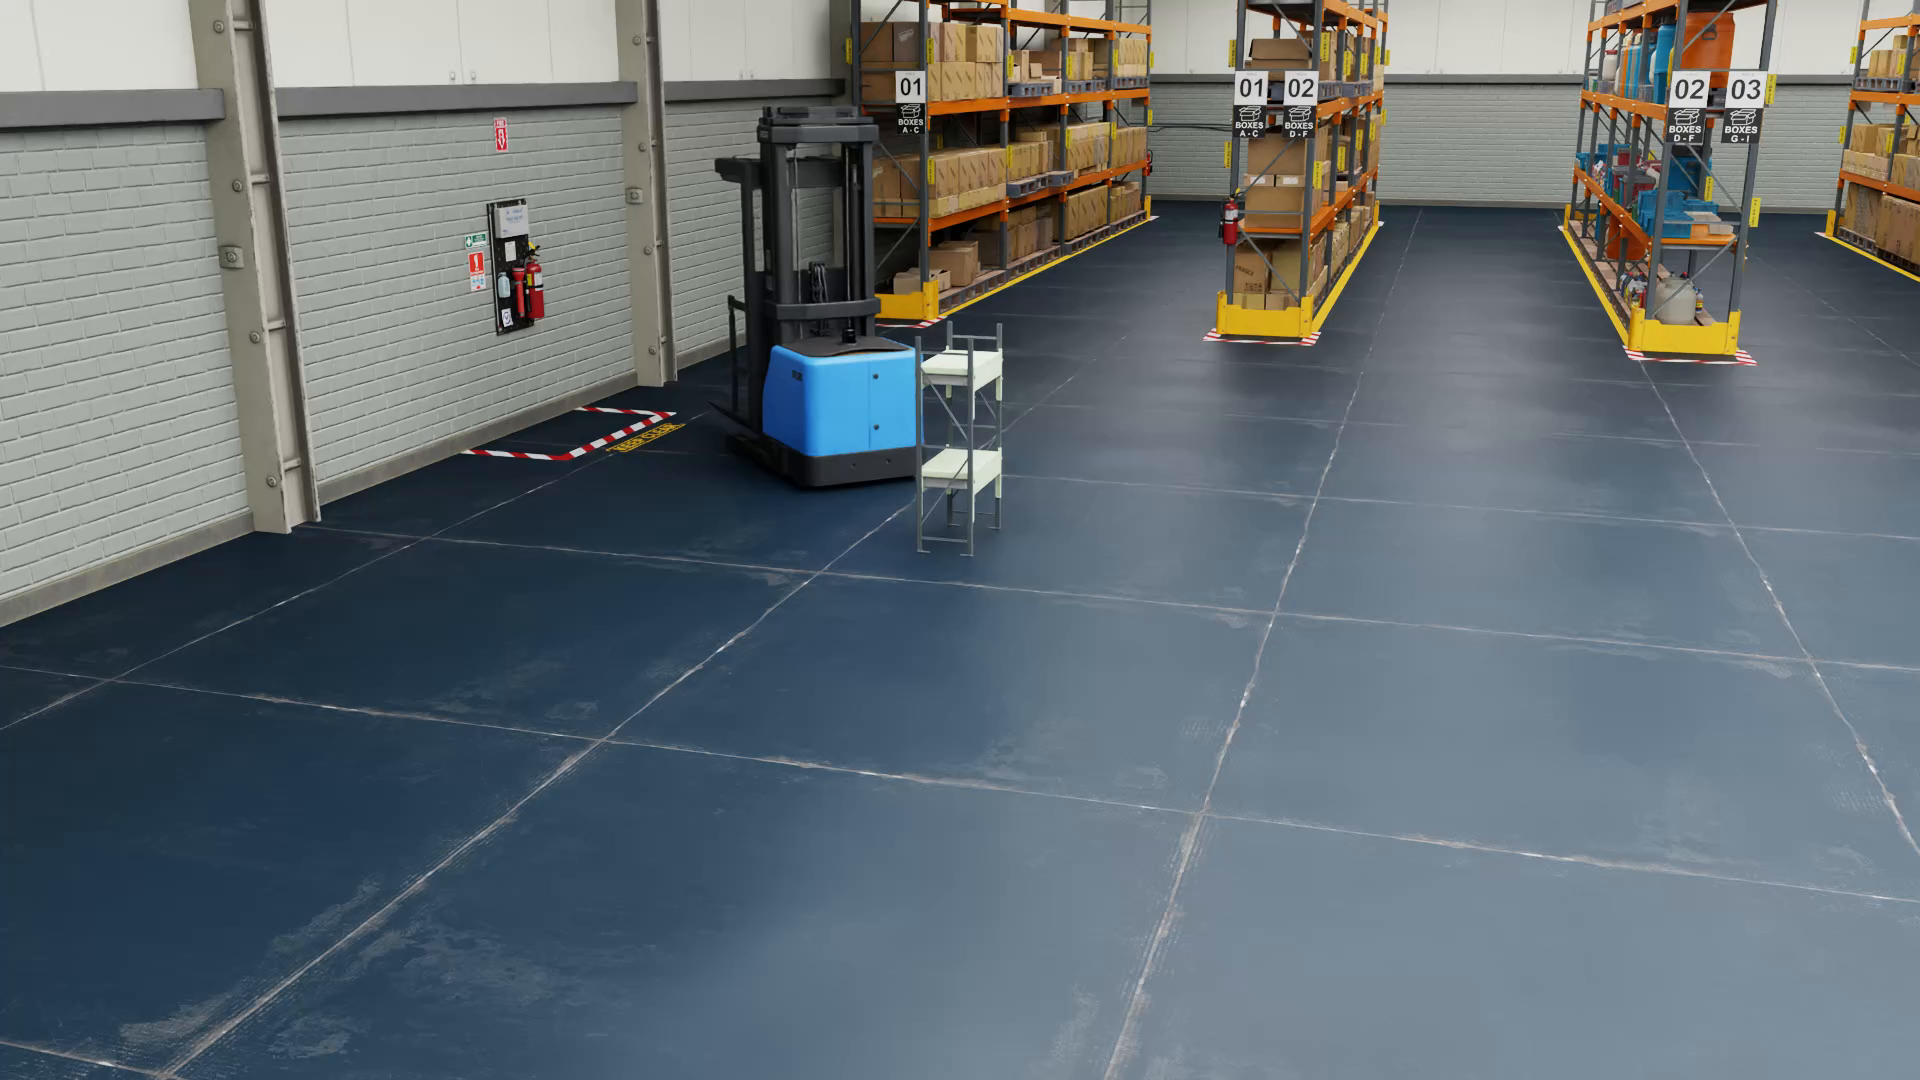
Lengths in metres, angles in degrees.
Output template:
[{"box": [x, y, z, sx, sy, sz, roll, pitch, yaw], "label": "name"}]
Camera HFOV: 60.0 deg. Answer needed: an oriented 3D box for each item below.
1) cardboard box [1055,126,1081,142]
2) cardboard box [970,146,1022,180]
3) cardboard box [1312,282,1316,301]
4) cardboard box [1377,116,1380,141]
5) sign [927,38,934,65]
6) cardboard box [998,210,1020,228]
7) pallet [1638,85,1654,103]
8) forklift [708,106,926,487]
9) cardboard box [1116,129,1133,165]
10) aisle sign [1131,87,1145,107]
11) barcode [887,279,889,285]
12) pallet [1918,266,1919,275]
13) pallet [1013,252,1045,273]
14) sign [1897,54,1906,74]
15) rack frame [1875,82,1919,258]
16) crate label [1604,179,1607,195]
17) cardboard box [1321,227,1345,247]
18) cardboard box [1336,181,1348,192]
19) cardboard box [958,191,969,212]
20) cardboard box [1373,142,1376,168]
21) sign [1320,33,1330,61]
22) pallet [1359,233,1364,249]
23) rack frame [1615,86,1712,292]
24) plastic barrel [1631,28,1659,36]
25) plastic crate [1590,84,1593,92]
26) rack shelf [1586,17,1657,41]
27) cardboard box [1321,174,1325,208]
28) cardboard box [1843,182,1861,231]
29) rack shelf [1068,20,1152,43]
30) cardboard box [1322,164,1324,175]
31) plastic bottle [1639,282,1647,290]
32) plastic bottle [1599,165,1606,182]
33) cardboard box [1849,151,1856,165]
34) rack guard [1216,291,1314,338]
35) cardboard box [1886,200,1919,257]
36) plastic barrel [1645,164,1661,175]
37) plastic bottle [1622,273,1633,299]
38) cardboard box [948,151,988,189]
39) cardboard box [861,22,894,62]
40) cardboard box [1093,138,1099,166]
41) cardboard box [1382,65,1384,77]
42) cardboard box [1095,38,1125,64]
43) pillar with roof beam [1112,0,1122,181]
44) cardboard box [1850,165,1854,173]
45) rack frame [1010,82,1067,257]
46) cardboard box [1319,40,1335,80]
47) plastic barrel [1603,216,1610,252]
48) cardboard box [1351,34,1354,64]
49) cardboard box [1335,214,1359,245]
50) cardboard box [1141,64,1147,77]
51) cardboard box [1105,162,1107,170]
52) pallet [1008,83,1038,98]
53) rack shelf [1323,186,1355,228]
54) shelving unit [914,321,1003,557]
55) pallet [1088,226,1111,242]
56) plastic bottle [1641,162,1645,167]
[{"box": [1.897, -7.336, 30.056, 0.500, 0.250, 0.500, 4, 16, 15], "label": "cardboard box"}, {"box": [0.575, -6.024, 26.581, 0.700, 0.500, 0.500, 6, 17, 22], "label": "cardboard box"}, {"box": [4.493, -3.323, 22.316, 0.500, 0.250, 0.500, 5, 16, 16], "label": "cardboard box"}, {"box": [8.244, -8.368, 33.817, 0.500, 0.500, 0.500, 5, 17, 17], "label": "cardboard box"}, {"box": [-0.384, -6.263, 21.315, 0.100, 0.325, 0.005, 5, 16, 16], "label": "sign"}, {"box": [0.692, -5.304, 27.431, 0.500, 0.250, 0.500, 4, 16, 14], "label": "cardboard box"}, {"box": [9.619, -5.876, 21.897, 1.213, 0.211, 1.003, 5, 16, 16], "label": "pallet"}, {"box": [-1.391, -2.183, 14.154, 1.130, 2.935, 3.031, -8, 18, -26], "label": "forklift"}, {"box": [3.085, -8.248, 34.861, 0.980, 0.700, 0.700, 4, 16, 13], "label": "cardboard box"}, {"box": [3.950, -9.874, 36.379, 0.394, 0.787, 0.004, 5, 16, 16], "label": "aisle sign"}, {"box": [-1.000, -3.574, 23.037, 0.001, 0.075, 0.075, 5, 16, 16], "label": "barcode"}, {"box": [15.913, -4.241, 26.395, 1.003, 0.211, 1.213, 5, 16, 16], "label": "pallet"}, {"box": [0.797, -4.671, 27.909, 1.003, 0.211, 1.213, 5, 16, 16], "label": "pallet"}, {"box": [16.220, -8.201, 28.657, 0.100, 0.325, 0.005, 5, 16, 16], "label": "sign"}, {"box": [16.753, -6.429, 28.998, 1.000, 3.000, 0.127, 5, 16, 16], "label": "rack frame"}, {"box": [10.388, -5.605, 26.399, 0.303, 0.233, 0.416, 5, 16, 16], "label": "crate label"}, {"box": [5.919, -4.876, 26.765, 0.500, 0.311, 0.500, 5, 16, 16], "label": "cardboard box"}, {"box": [6.129, -5.774, 27.149, 0.380, 0.149, 0.250, 5, 16, 16], "label": "cardboard box"}, {"box": [-0.177, -4.752, 23.324, 0.500, 0.250, 0.500, 4, 16, 15], "label": "cardboard box"}, {"box": [8.092, -7.756, 33.495, 0.500, 0.500, 0.500, 4, 16, 15], "label": "cardboard box"}, {"box": [4.376, -5.915, 19.944, 0.100, 0.325, 0.005, 5, 16, 16], "label": "sign"}, {"box": [7.061, -5.641, 31.329, 1.003, 0.211, 1.213, 5, 16, 16], "label": "pallet"}, {"box": [9.731, -4.720, 22.973, 1.000, 3.000, 0.127, 5, 16, 16], "label": "rack frame"}, {"box": [11.032, -7.766, 26.660, 0.600, 0.830, 0.708, 5, 16, 16], "label": "plastic barrel"}, {"box": [12.001, -8.491, 31.256, 0.293, 0.136, 0.466, 5, 16, 16], "label": "plastic crate"}, {"box": [12.573, -9.684, 31.531, 1.077, 0.370, 4.000, 5, 16, 16], "label": "rack shelf"}, {"box": [4.863, -5.036, 23.906, 0.700, 0.500, 0.500, 4, 16, 14], "label": "cardboard box"}, {"box": [17.785, -6.481, 32.308, 0.875, 0.875, 0.875, 5, 16, 16], "label": "cardboard box"}, {"box": [3.074, -10.452, 34.239, 1.077, 0.370, 4.000, 5, 16, 16], "label": "rack shelf"}, {"box": [4.820, -5.111, 22.981, 0.380, 0.149, 0.250, 5, 16, 16], "label": "cardboard box"}, {"box": [9.078, -3.277, 22.070, 0.152, 0.276, 0.135, 5, 16, 16], "label": "plastic bottle"}, {"box": [10.983, -6.219, 28.348, 0.144, 0.351, 0.185, 5, 16, 16], "label": "plastic bottle"}, {"box": [17.353, -7.305, 31.817, 0.500, 0.250, 0.500, 4, 16, 15], "label": "cardboard box"}, {"box": [3.839, -2.850, 20.960, 1.175, 0.500, 0.348, 5, 16, 16], "label": "rack guard"}, {"box": [16.337, -5.206, 27.810, 1.225, 0.875, 0.875, 4, 16, 14], "label": "cardboard box"}, {"box": [10.780, -5.534, 25.640, 0.421, 0.512, 0.421, 0, 16, 0], "label": "plastic barrel"}, {"box": [9.050, -3.429, 22.469, 0.144, 0.351, 0.185, 4, 16, 14], "label": "plastic bottle"}, {"box": [0.105, -5.377, 24.152, 0.500, 0.500, 0.500, 4, 16, 14], "label": "cardboard box"}, {"box": [-1.033, -6.556, 21.899, 0.500, 0.500, 0.500, 5, 17, 18], "label": "cardboard box"}, {"box": [2.330, -7.377, 31.574, 0.500, 0.500, 0.500, 5, 16, 16], "label": "cardboard box"}, {"box": [8.491, -9.702, 34.398, 0.500, 0.250, 0.500, 5, 16, 16], "label": "cardboard box"}, {"box": [2.977, -9.728, 33.079, 0.500, 0.500, 0.500, 4, 16, 15], "label": "cardboard box"}, {"box": [7.708, -11.953, 37.481, 9.100, 9.000, 0.400, 5, 16, 16], "label": "pillar with roof beam"}, {"box": [17.255, -7.085, 31.770, 0.380, 0.149, 0.250, 4, 16, 15], "label": "cardboard box"}, {"box": [1.369, -6.535, 29.371, 1.000, 3.000, 0.127, 5, 16, 16], "label": "rack frame"}, {"box": [4.580, -6.232, 21.599, 0.500, 0.500, 0.500, 5, 16, 16], "label": "cardboard box"}, {"box": [11.311, -5.233, 28.431, 0.600, 0.588, 0.708, 5, 16, 16], "label": "plastic barrel"}, {"box": [6.539, -8.504, 28.802, 0.500, 0.500, 0.500, 5, 16, 16], "label": "cardboard box"}, {"box": [6.814, -5.526, 29.588, 0.500, 0.500, 0.500, 4, 16, 15], "label": "cardboard box"}, {"box": [3.689, -10.036, 35.542, 0.500, 0.250, 0.500, 5, 17, 18], "label": "cardboard box"}, {"box": [2.681, -7.359, 32.703, 0.380, 0.149, 0.250, 5, 17, 16], "label": "cardboard box"}, {"box": [0.510, -6.994, 25.838, 1.213, 0.211, 1.003, 5, 16, 16], "label": "pallet"}, {"box": [5.551, -5.282, 26.273, 1.077, 0.370, 4.000, 5, 16, 16], "label": "rack shelf"}, {"box": [-0.002, -0.720, 11.619, 0.431, 1.500, 0.755, 5, 16, 16], "label": "shelving unit"}, {"box": [2.359, -6.032, 32.708, 1.003, 0.211, 1.213, 5, 16, 16], "label": "pallet"}, {"box": [12.004, -6.475, 29.251, 0.144, 0.351, 0.185, 5, 16, 16], "label": "plastic bottle"}]
